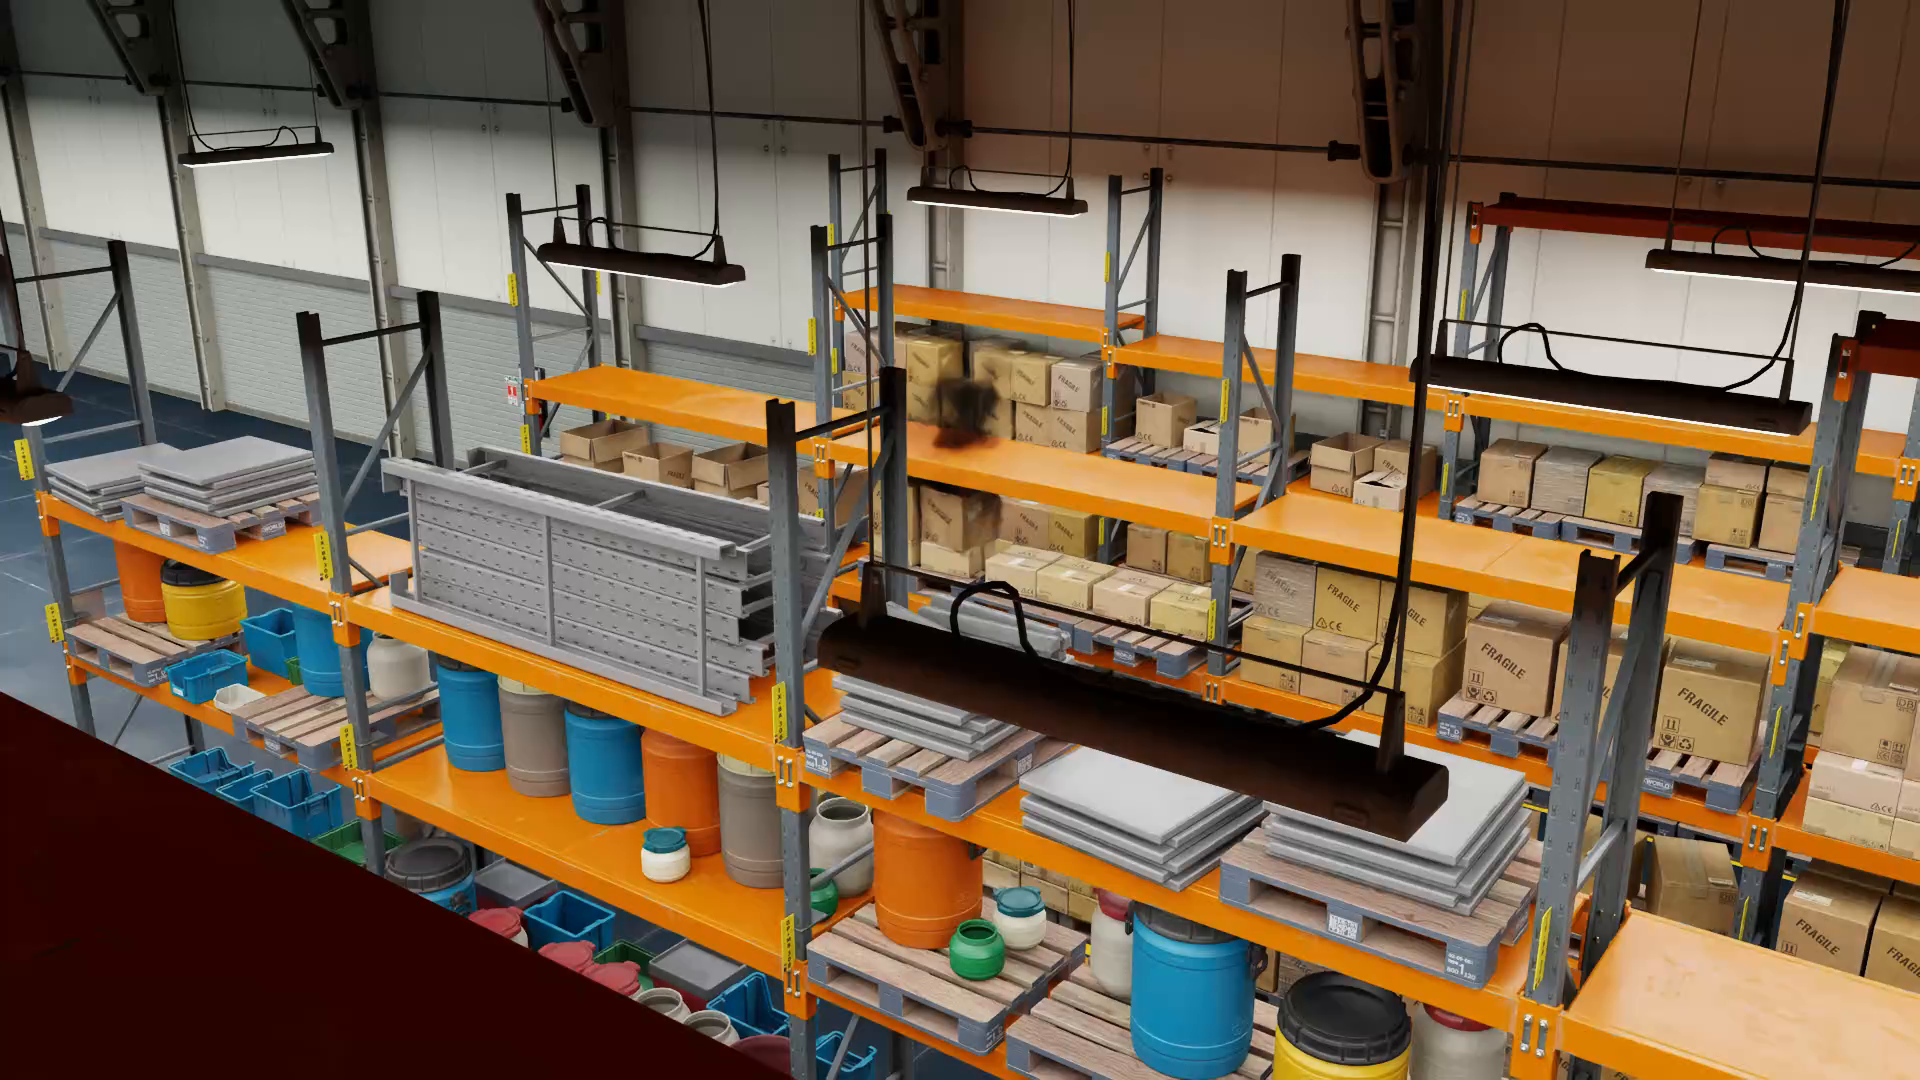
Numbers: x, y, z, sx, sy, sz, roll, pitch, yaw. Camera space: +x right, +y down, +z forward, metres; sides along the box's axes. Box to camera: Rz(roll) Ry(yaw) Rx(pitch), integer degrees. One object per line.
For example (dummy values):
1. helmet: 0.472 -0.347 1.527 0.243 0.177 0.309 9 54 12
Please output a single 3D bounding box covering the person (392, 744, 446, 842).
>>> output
1. person: -4.880 2.431 15.012 0.957 1.724 0.658 13 23 34
